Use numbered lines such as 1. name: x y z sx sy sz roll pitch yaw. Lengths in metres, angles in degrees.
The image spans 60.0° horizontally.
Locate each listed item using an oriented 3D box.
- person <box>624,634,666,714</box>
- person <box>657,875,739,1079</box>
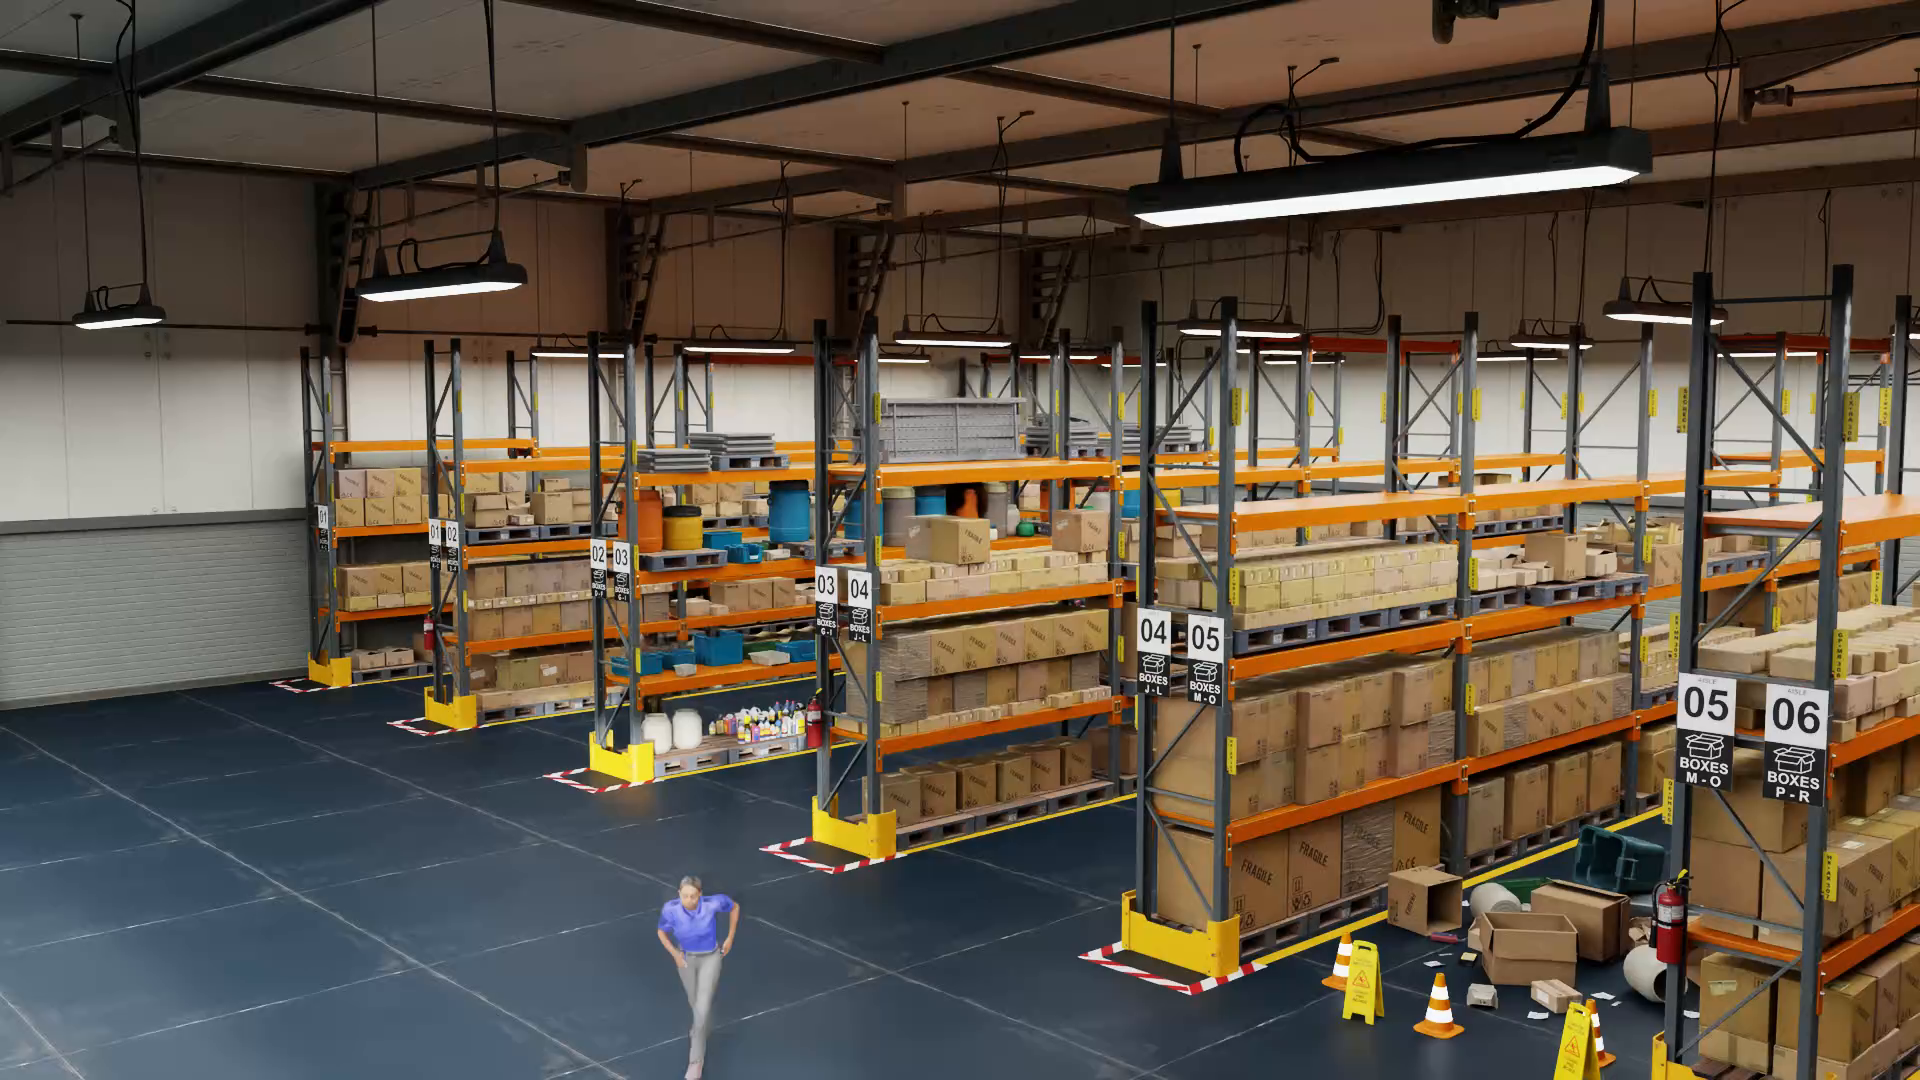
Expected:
1. person: -4.755 2.172 25.066 0.736 1.597 0.869 2 5 17
2. person: -2.007 3.277 12.852 0.615 1.616 0.966 0 5 -3
